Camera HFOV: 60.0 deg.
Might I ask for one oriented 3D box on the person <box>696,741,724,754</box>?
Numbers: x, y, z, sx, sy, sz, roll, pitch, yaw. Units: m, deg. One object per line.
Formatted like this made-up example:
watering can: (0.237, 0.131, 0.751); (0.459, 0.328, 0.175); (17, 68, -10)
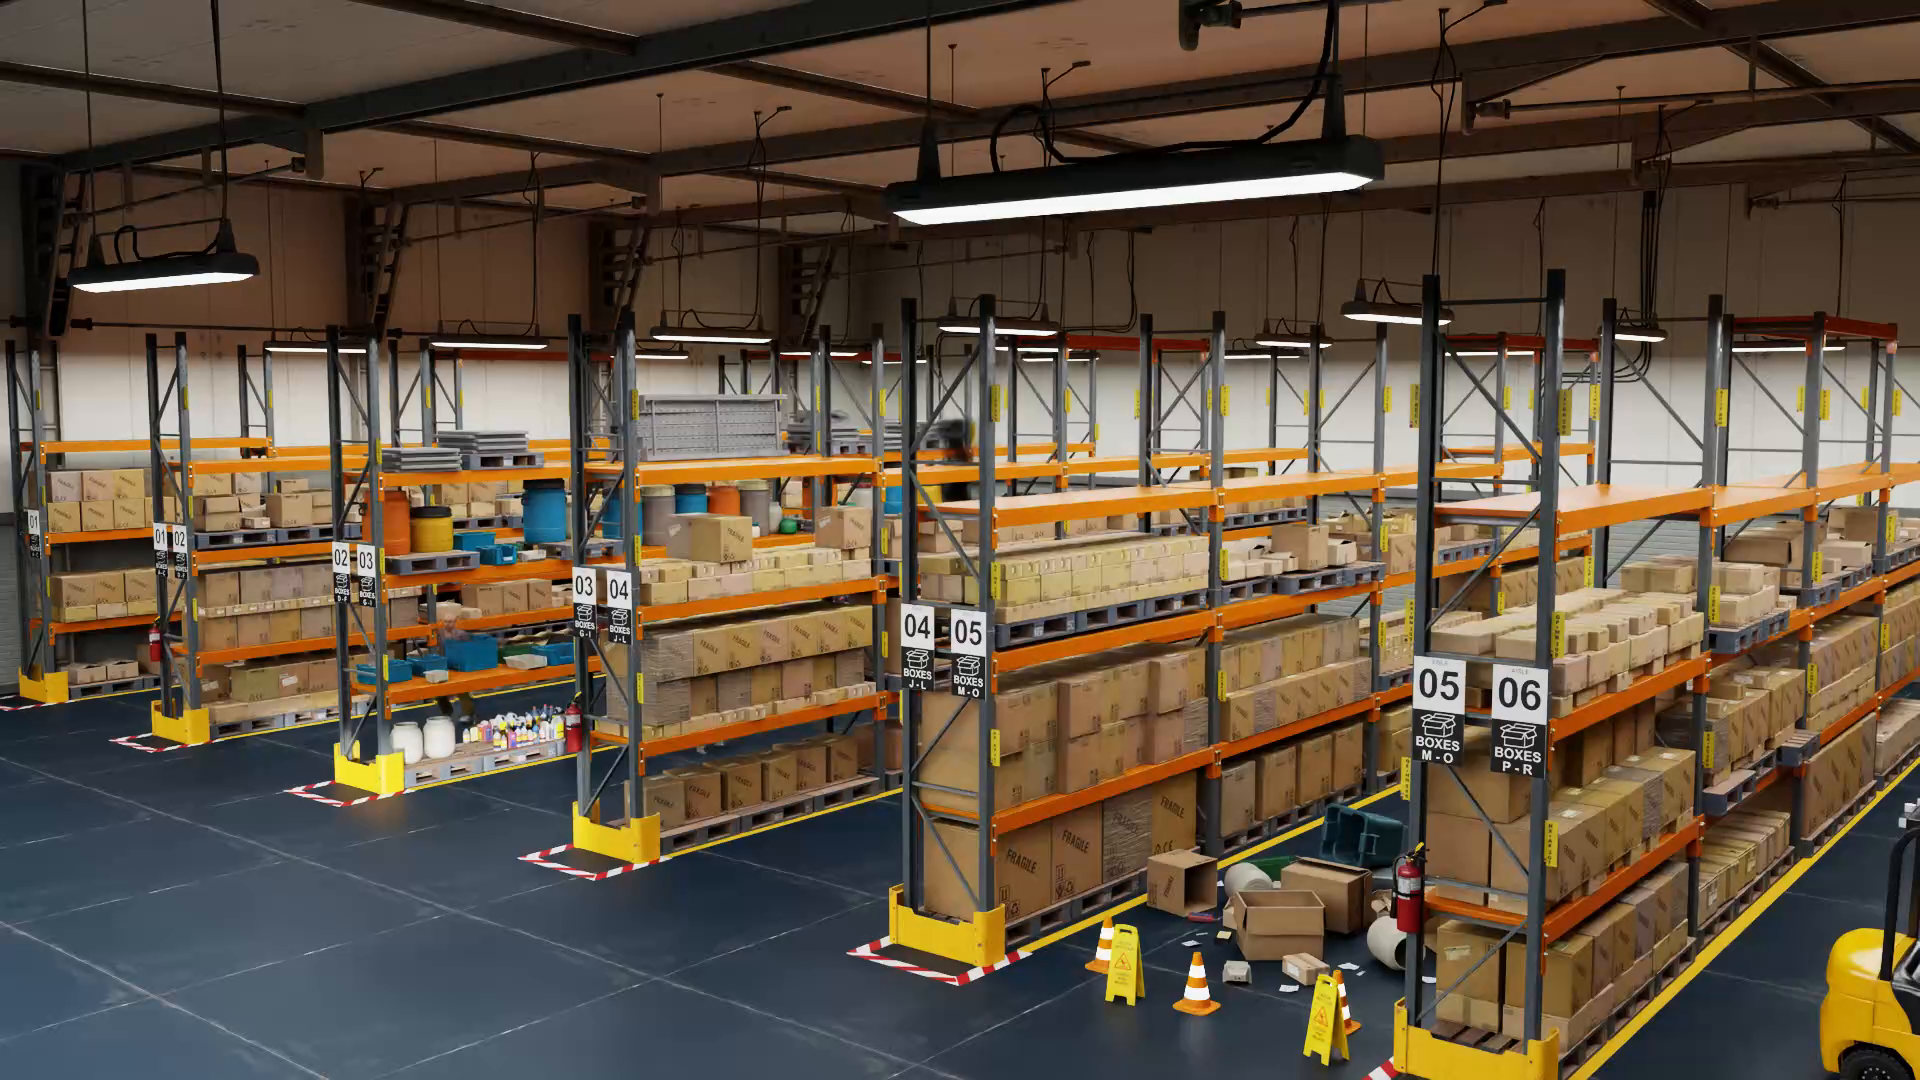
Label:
person: (-3.705, 2.254, 23.749); (0.625, 1.613, 0.814); (0, 5, -4)

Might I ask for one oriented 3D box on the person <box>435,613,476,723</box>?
person: (-7.774, 2.023, 25.500); (0.626, 1.825, 0.859); (1, 5, 13)
